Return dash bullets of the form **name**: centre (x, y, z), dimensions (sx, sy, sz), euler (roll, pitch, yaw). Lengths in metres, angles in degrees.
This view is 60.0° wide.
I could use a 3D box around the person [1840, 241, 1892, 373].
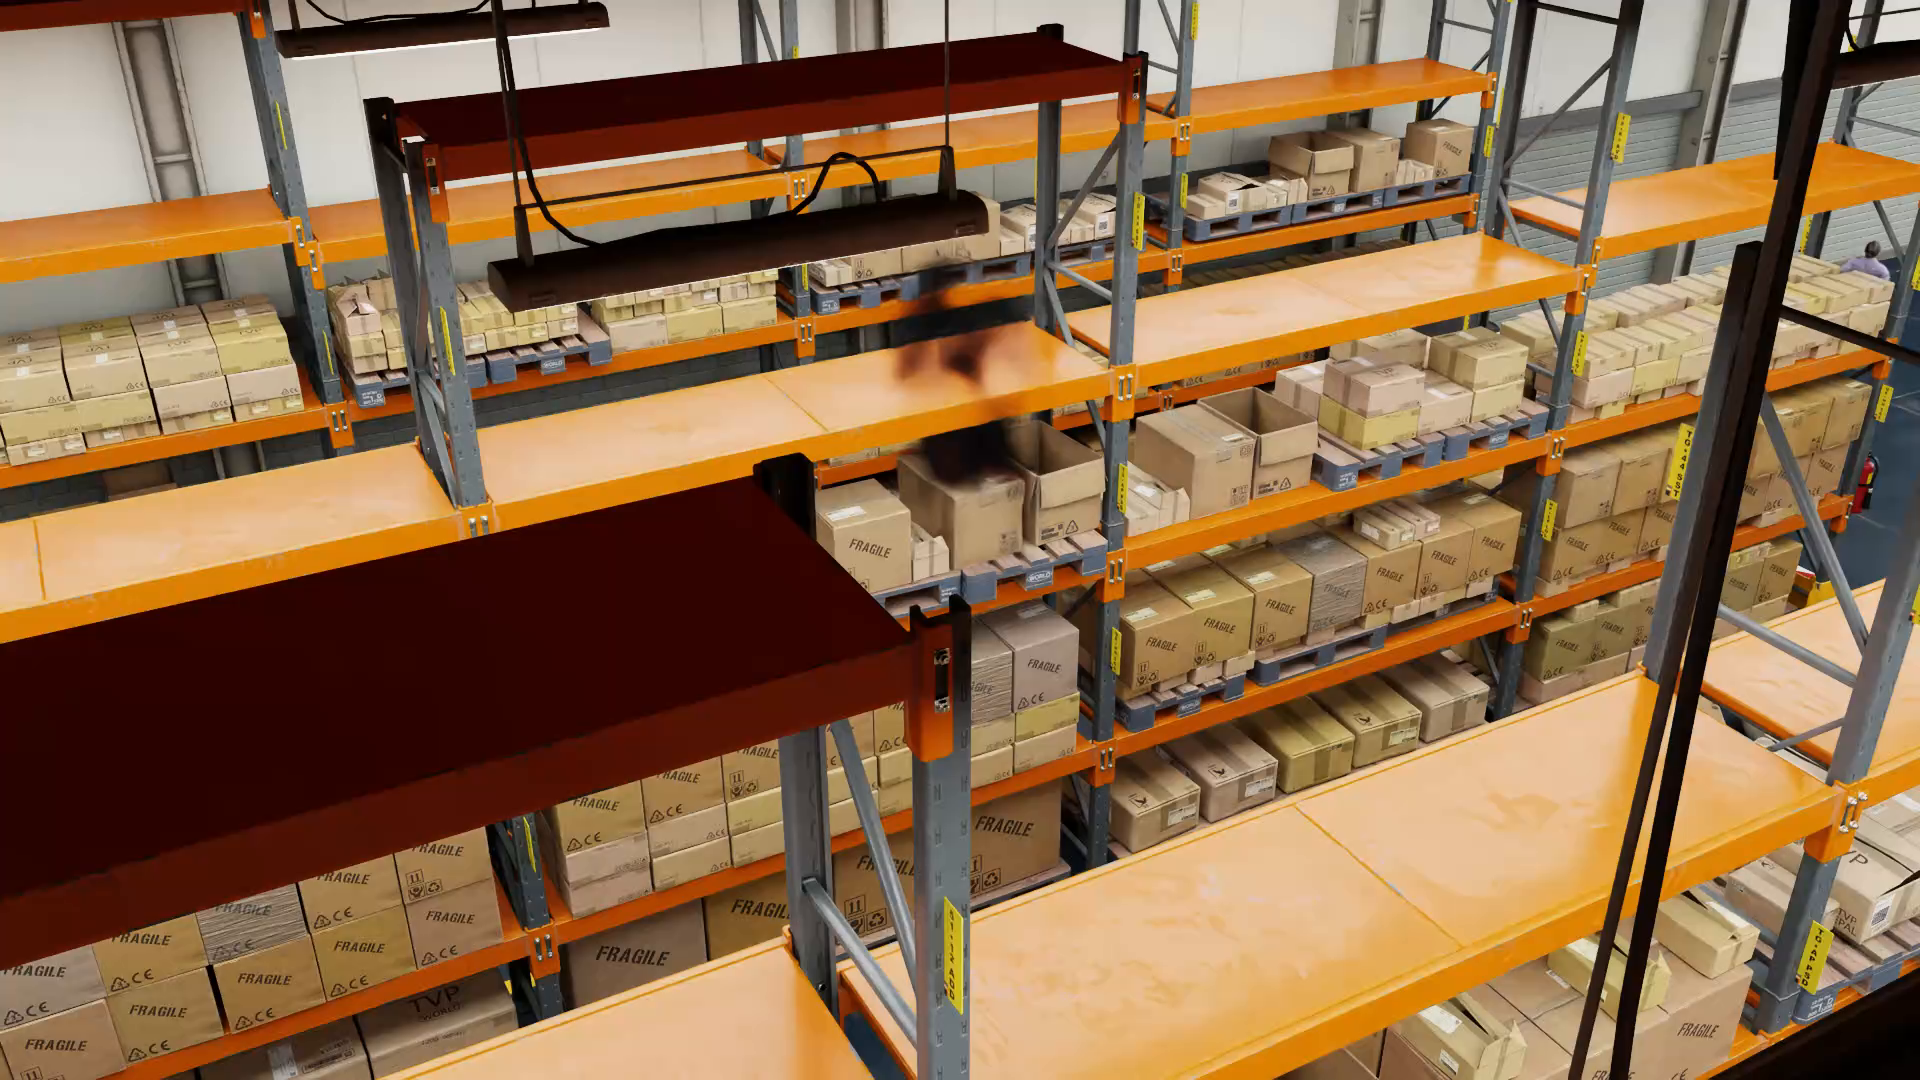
- **person**: centre (11.140, -2.888, 20.662), dimensions (0.874, 1.664, 0.624), euler (-23, 36, -36)
